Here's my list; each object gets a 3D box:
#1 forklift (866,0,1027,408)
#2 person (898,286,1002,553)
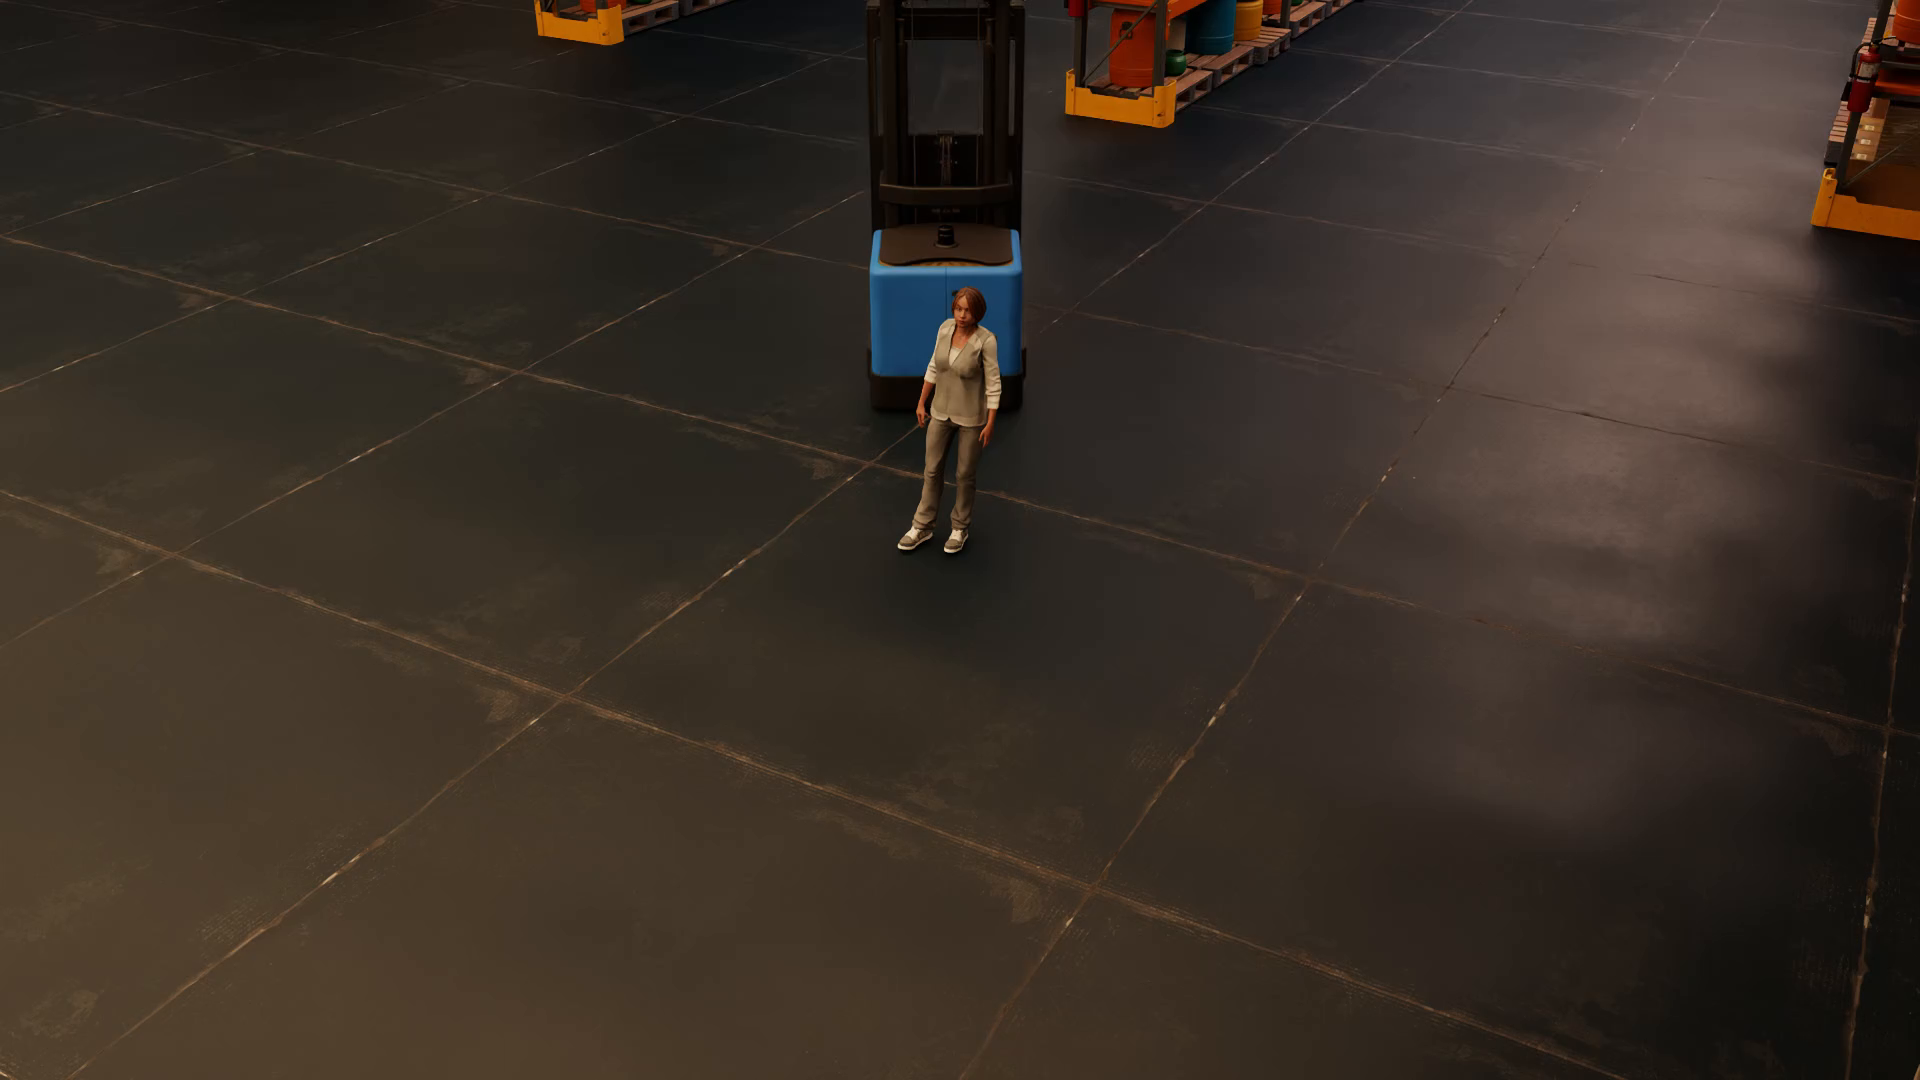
[{"bbox_3d":[-0.101,-2.869,12.041,1.130,2.935,3.031,0,30,0],"label":"forklift"},{"bbox_3d":[-0.048,-0.666,9.551,0.521,1.592,0.473,15,33,25],"label":"person"}]
